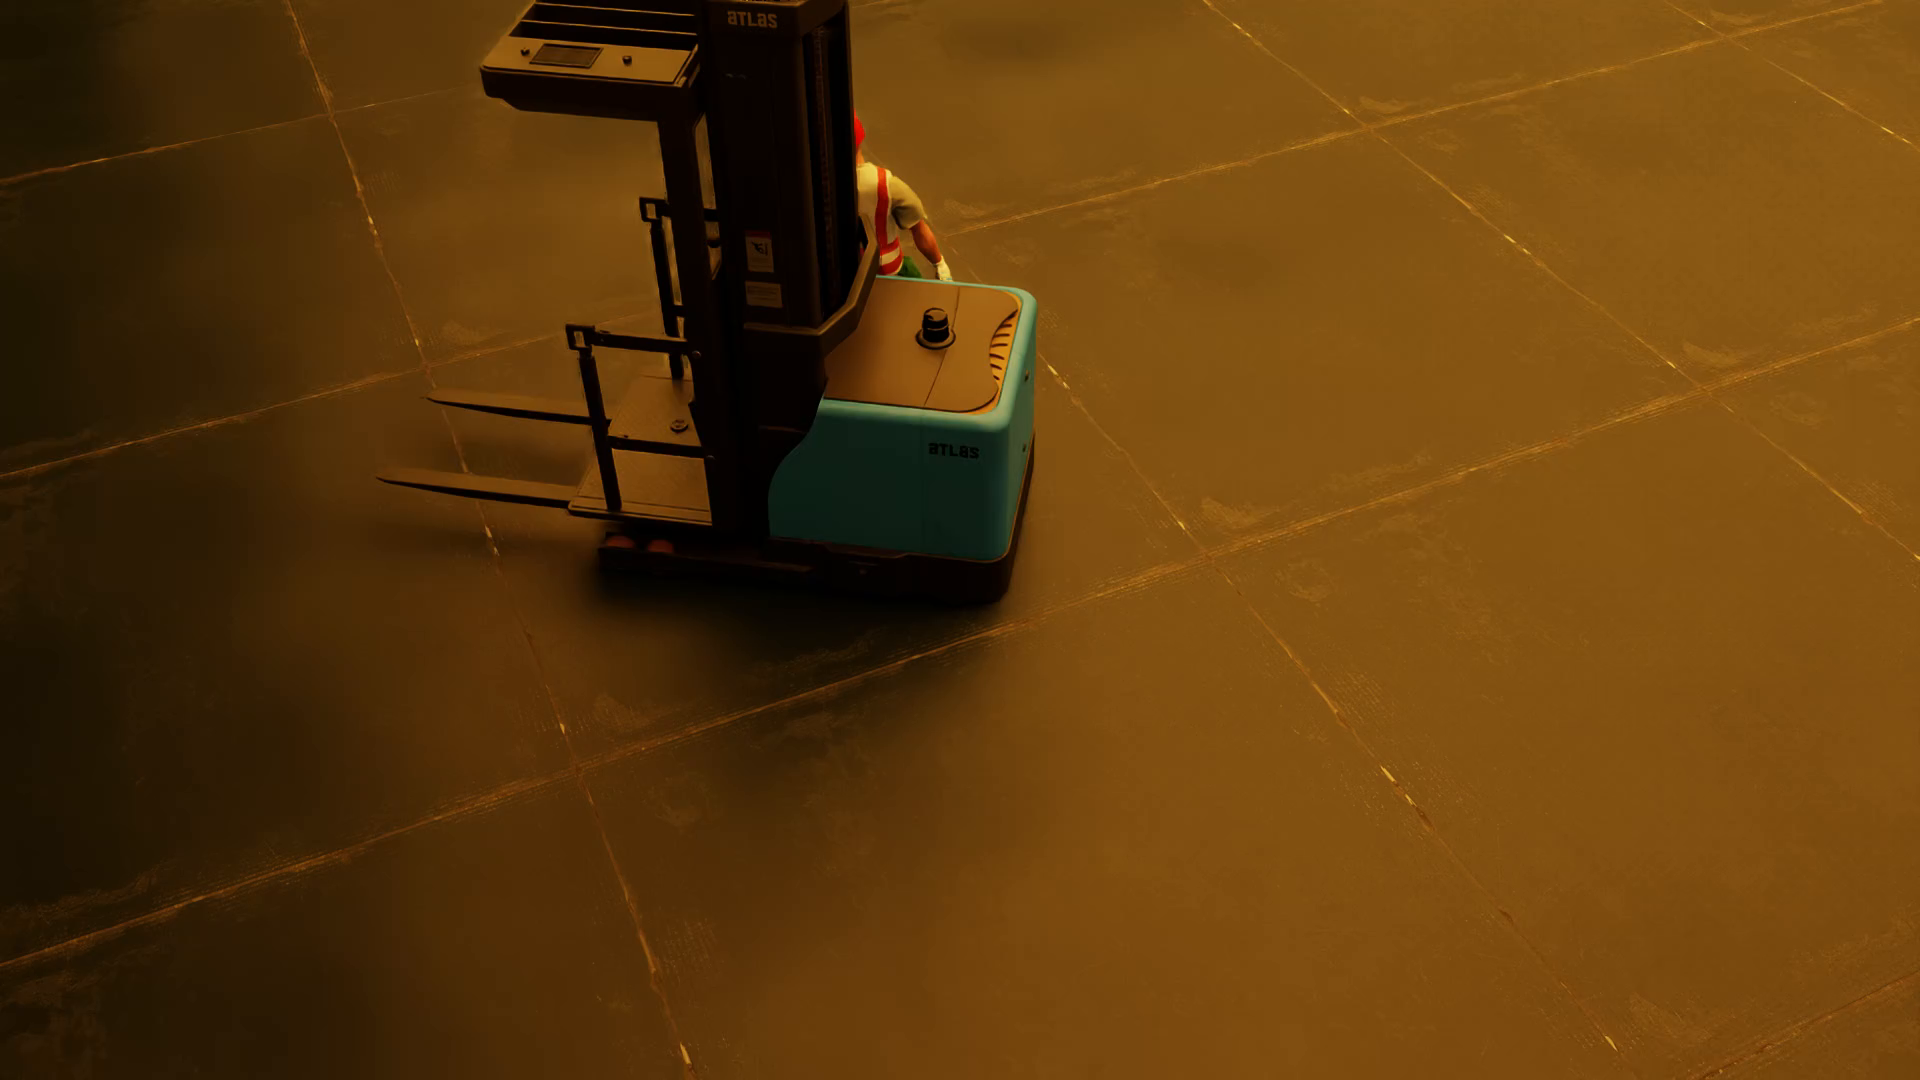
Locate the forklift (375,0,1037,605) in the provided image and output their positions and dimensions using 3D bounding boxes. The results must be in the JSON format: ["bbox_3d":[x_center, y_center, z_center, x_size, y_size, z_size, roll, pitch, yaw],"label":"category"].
[{"bbox_3d":[-1.205,-1.259,7.029,3.031,2.935,1.130,7,43,7],"label":"forklift"}]

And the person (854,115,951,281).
[{"bbox_3d":[-0.415,-1.350,8.051,0.734,1.697,0.827,-2,43,-2],"label":"person"}]
